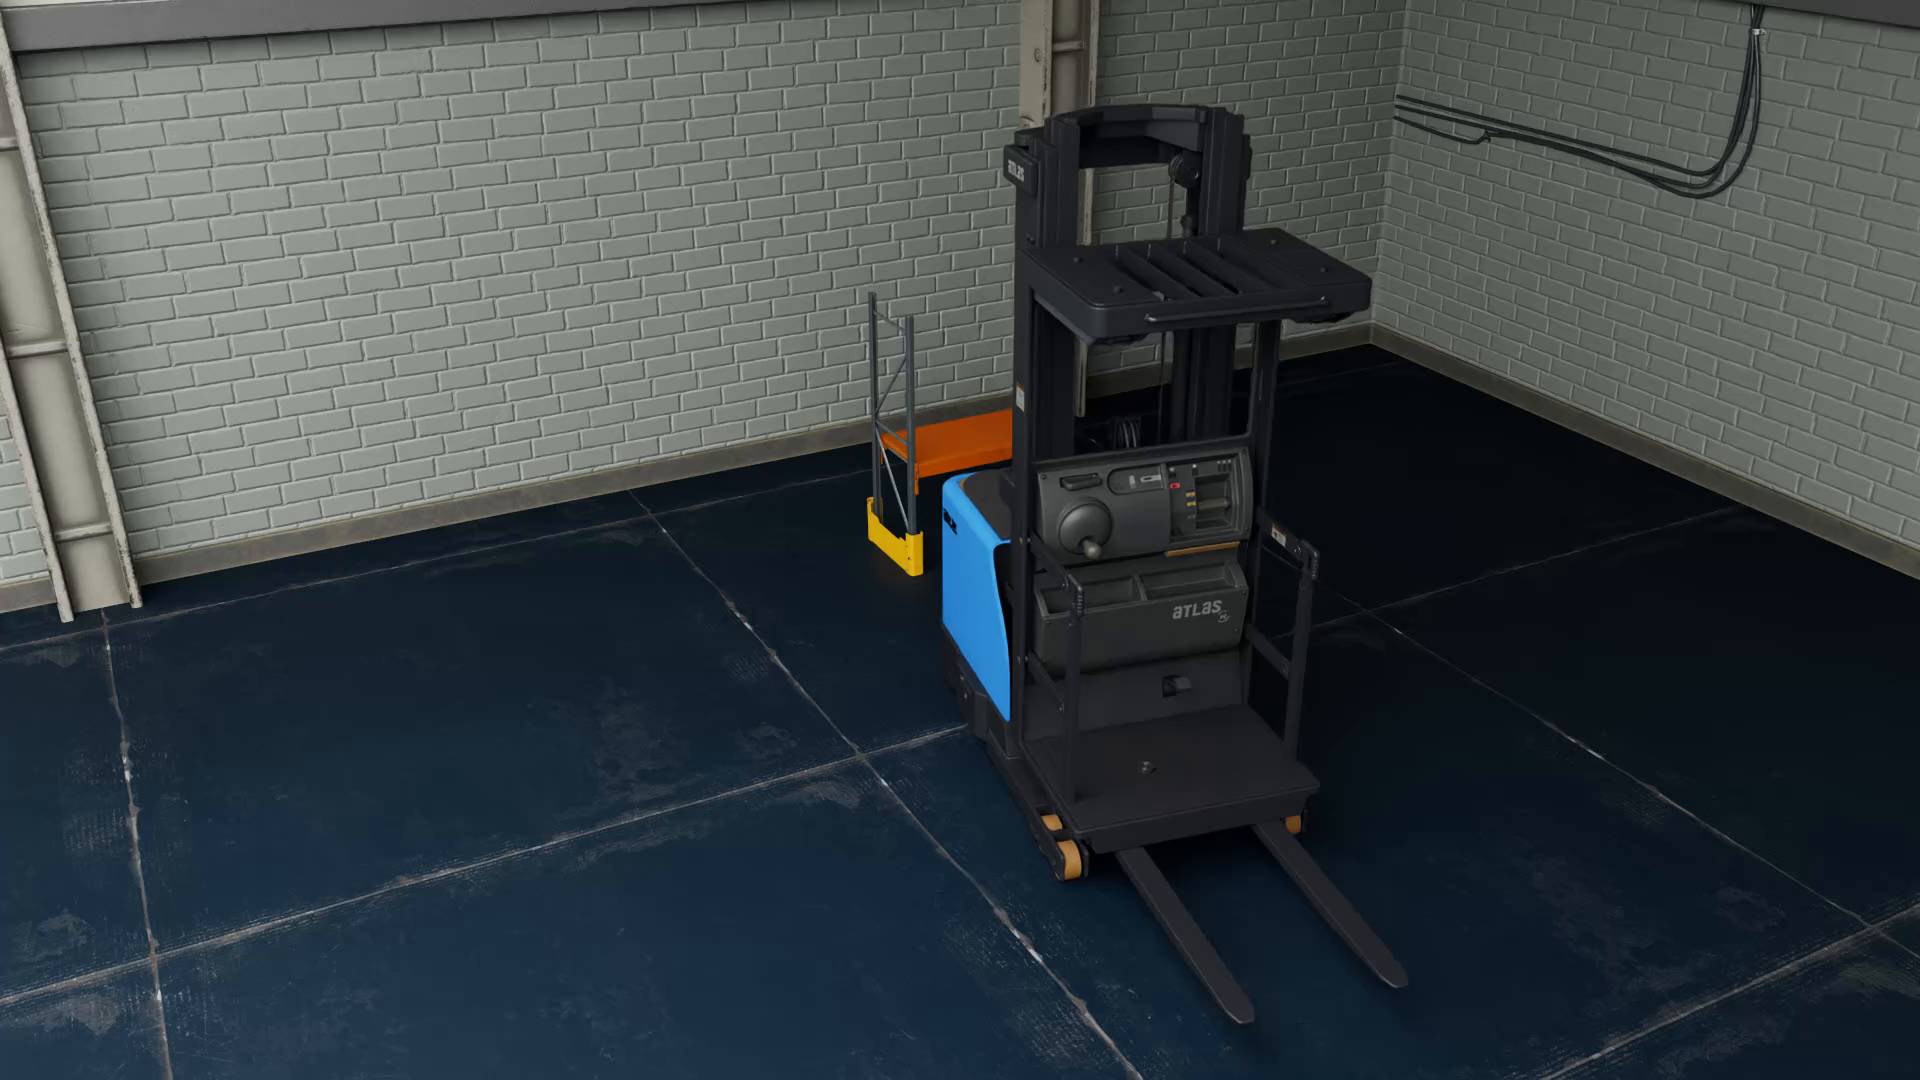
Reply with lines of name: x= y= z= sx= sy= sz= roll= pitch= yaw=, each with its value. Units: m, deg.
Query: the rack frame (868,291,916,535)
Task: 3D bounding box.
rack frame: x=-0.373 y=-0.590 z=9.246 sx=0.032 sy=1.500 sz=0.500 roll=-13 pitch=29 yaw=-25

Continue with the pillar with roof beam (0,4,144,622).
pillar with roof beam: x=-2.642 y=-2.072 z=3.670 sx=0.400 sy=9.000 sz=9.100 roll=-13 pitch=29 yaw=-25

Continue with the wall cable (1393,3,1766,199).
wall cable: x=3.848 y=-3.634 z=10.509 sx=0.112 sy=2.526 sz=3.097 roll=-13 pitch=29 yaw=-25

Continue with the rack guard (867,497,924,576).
rack guard: x=-0.372 y=-0.027 z=9.517 sx=0.087 sy=0.250 sz=0.587 roll=-13 pitch=29 yaw=-25

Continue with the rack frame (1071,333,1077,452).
rack frame: x=0.524 y=-0.797 z=9.677 sx=0.032 sy=1.500 sz=0.500 roll=-13 pitch=29 yaw=-25

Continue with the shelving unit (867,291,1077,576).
shelving unit: x=0.067 y=-0.692 z=9.458 sx=1.083 sy=1.500 sz=0.587 roll=-13 pitch=29 yaw=-25

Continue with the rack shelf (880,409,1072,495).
rack shelf: x=0.075 y=-0.531 z=9.539 sx=1.000 sy=0.185 sz=0.538 roll=-13 pitch=29 yaw=-25

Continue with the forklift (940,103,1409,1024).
forklift: x=0.830 y=-0.116 z=6.605 sx=1.130 sy=2.935 sz=3.031 roll=-8 pitch=27 yaw=-16

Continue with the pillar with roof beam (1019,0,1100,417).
pillar with roof beam: x=2.652 y=-3.295 z=6.215 sx=0.400 sy=9.000 sz=9.100 roll=-13 pitch=29 yaw=-25
